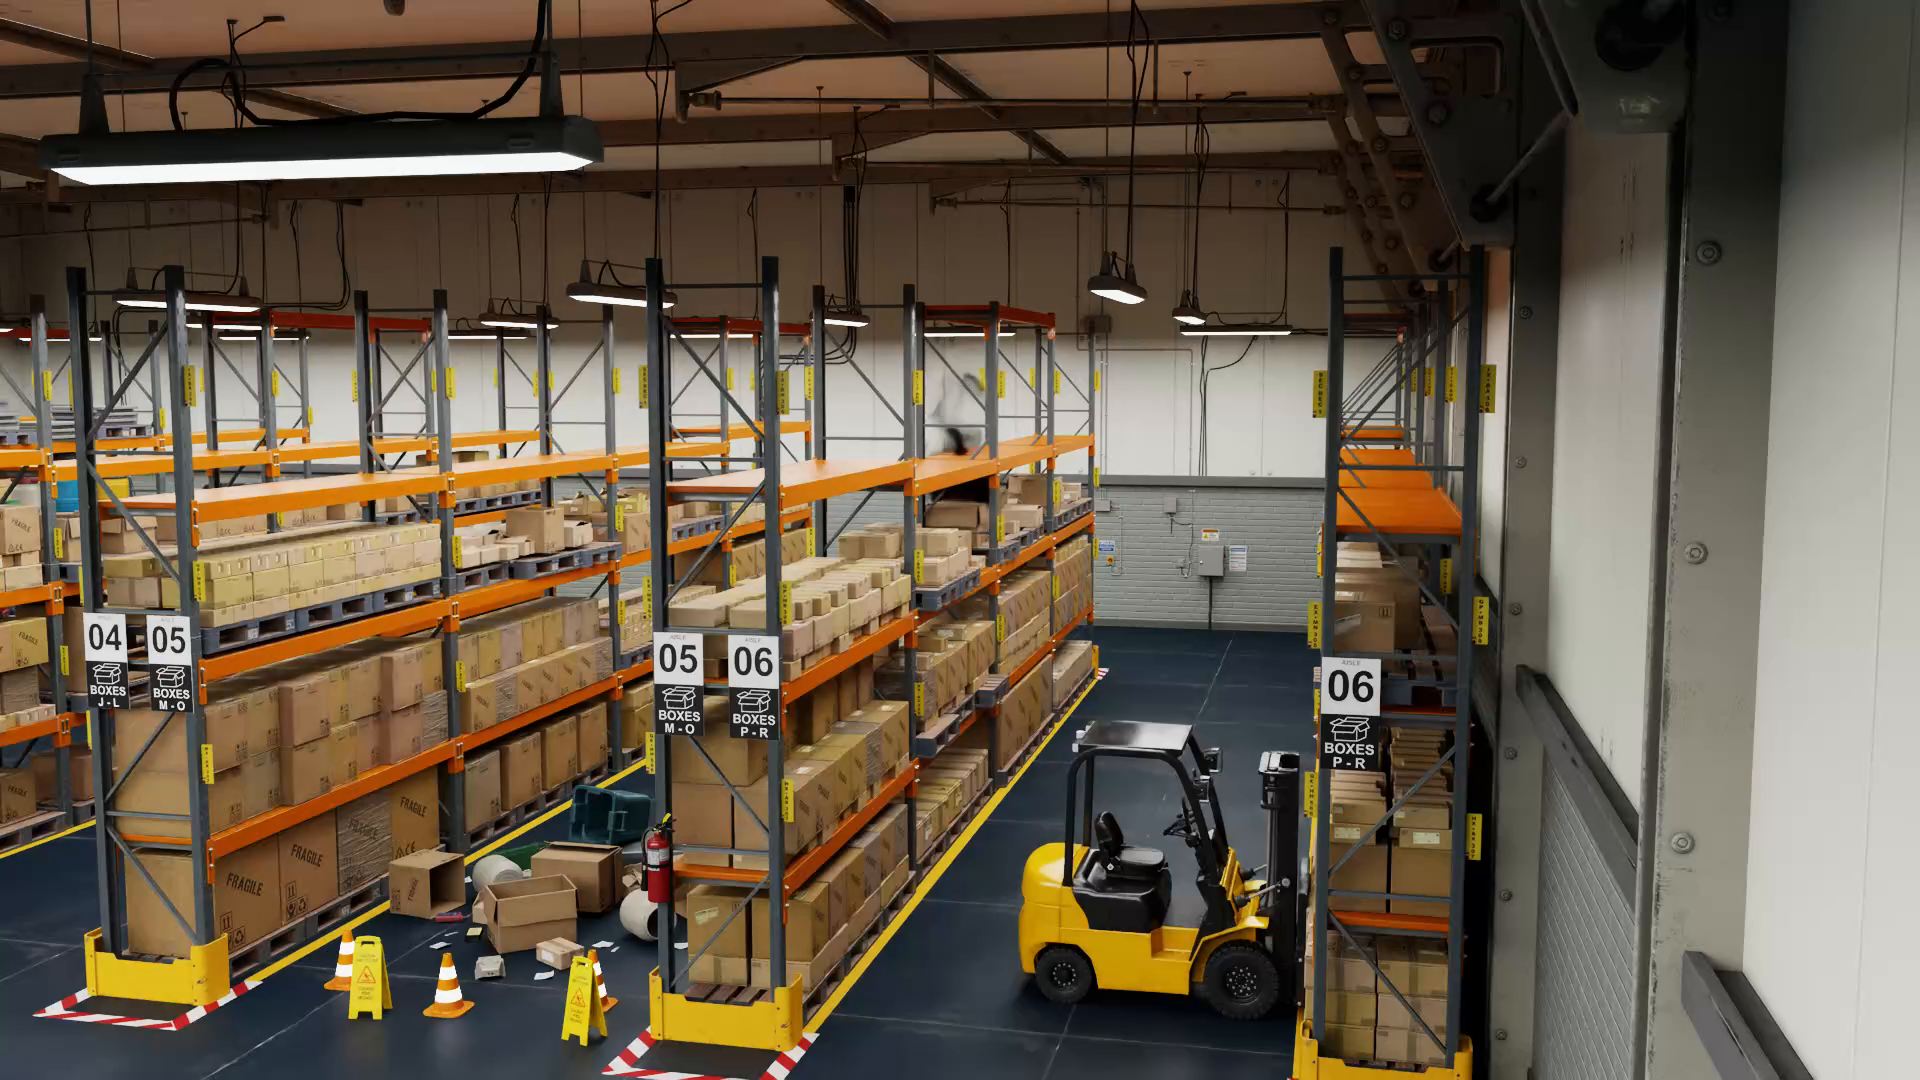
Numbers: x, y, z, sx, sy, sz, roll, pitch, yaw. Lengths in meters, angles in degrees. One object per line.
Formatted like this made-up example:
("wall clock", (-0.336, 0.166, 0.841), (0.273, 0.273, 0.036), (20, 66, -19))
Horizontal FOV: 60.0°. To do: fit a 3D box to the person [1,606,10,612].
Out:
("person", (-16.321, 1.506, 27.818), (0.640, 1.797, 0.743), (0, 6, 1))
